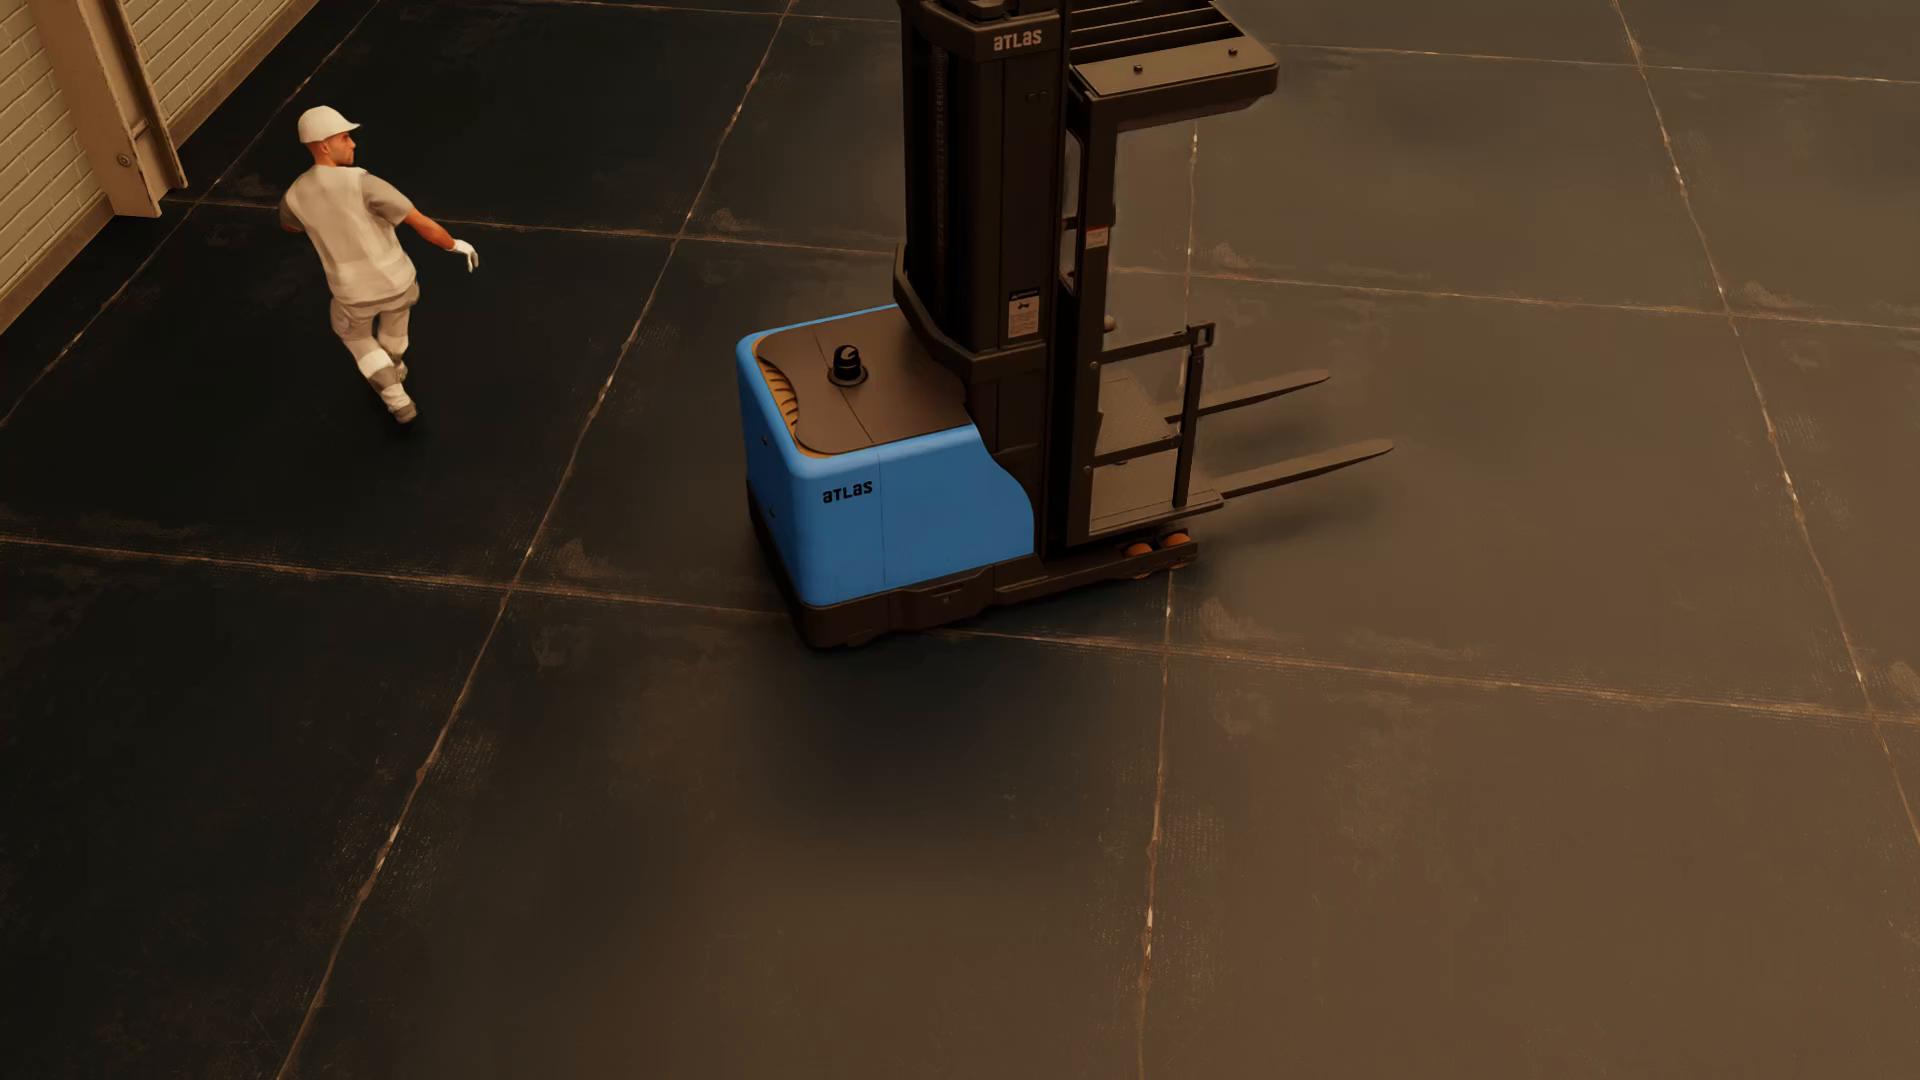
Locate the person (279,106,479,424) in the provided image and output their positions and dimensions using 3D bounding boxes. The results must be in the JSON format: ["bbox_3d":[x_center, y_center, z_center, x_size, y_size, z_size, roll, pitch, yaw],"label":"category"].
[{"bbox_3d":[-2.831,-1.392,8.197,0.894,1.643,0.855,-8,43,-9],"label":"person"}]

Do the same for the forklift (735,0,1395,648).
[{"bbox_3d":[0.572,-1.223,7.055,3.031,2.935,1.130,-14,44,-15],"label":"forklift"}]
